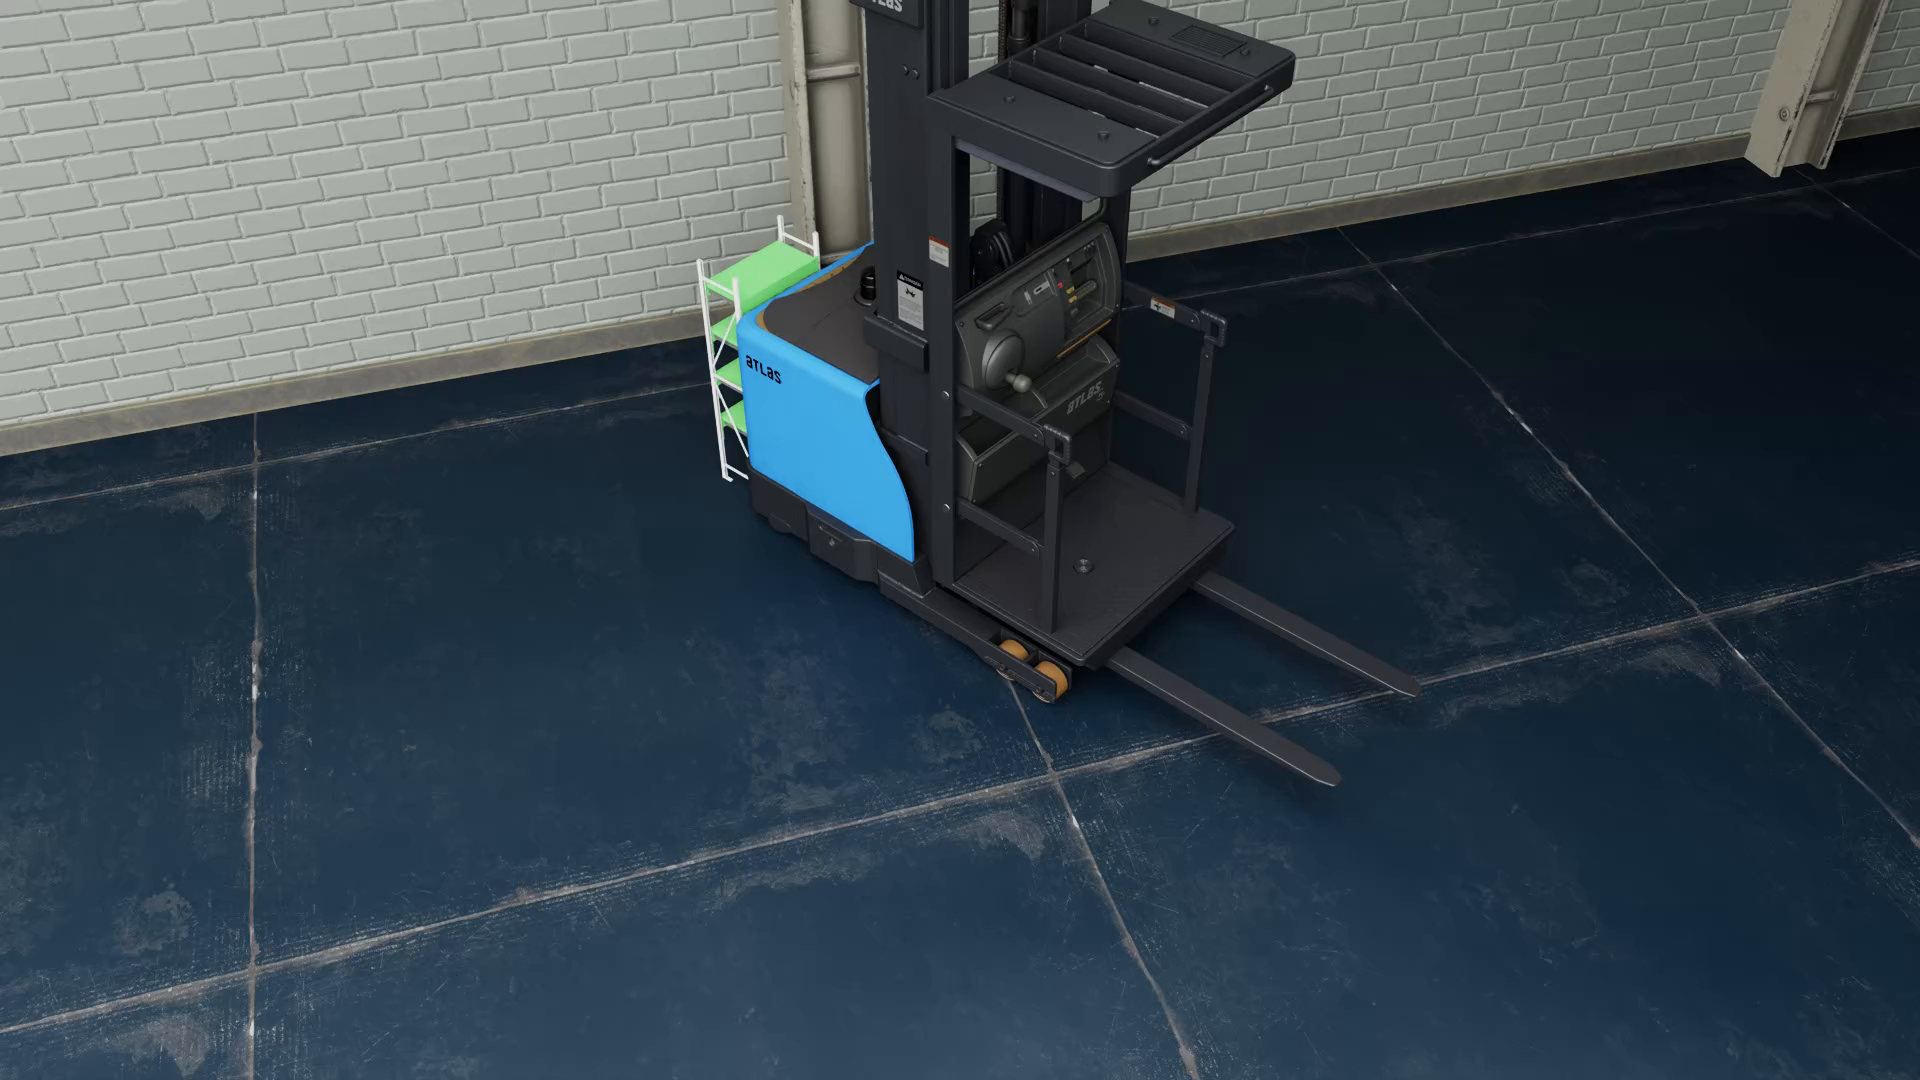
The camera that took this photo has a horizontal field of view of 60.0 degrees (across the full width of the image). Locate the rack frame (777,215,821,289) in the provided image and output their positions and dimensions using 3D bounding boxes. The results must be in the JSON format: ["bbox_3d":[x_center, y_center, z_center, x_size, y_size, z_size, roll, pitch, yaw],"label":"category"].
[{"bbox_3d":[-0.720,-0.948,7.773,0.240,1.200,0.015,29,49,29],"label":"rack frame"}]

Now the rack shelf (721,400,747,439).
[{"bbox_3d":[-0.879,-0.597,7.833,0.258,0.148,0.480,29,49,29],"label":"rack shelf"}]

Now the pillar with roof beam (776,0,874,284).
[{"bbox_3d":[0.662,-1.845,2.872,0.400,9.000,9.100,-12,42,-13],"label":"pillar with roof beam"}]

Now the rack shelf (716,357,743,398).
[{"bbox_3d":[-0.879,-0.778,7.675,0.258,0.148,0.480,29,49,29],"label":"rack shelf"}]

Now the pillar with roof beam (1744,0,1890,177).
[{"bbox_3d":[6.385,-3.031,4.229,0.400,9.000,9.100,-12,42,-13],"label":"pillar with roof beam"}]

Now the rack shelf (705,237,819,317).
[{"bbox_3d":[-0.879,-1.140,7.360,0.258,0.148,0.480,29,49,29],"label":"rack shelf"}]

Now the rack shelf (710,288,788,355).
[{"bbox_3d":[-0.879,-0.959,7.517,0.258,0.148,0.480,29,49,29],"label":"rack shelf"}]

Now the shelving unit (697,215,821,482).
[{"bbox_3d":[-0.879,-0.826,7.633,0.258,1.200,0.503,29,49,29],"label":"shelving unit"}]

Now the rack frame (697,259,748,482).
[{"bbox_3d":[-1.037,-0.704,7.493,0.240,1.200,0.015,29,49,29],"label":"rack frame"}]

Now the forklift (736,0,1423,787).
[{"bbox_3d":[0.475,-0.833,6.325,3.031,2.935,1.130,30,49,30],"label":"forklift"}]
